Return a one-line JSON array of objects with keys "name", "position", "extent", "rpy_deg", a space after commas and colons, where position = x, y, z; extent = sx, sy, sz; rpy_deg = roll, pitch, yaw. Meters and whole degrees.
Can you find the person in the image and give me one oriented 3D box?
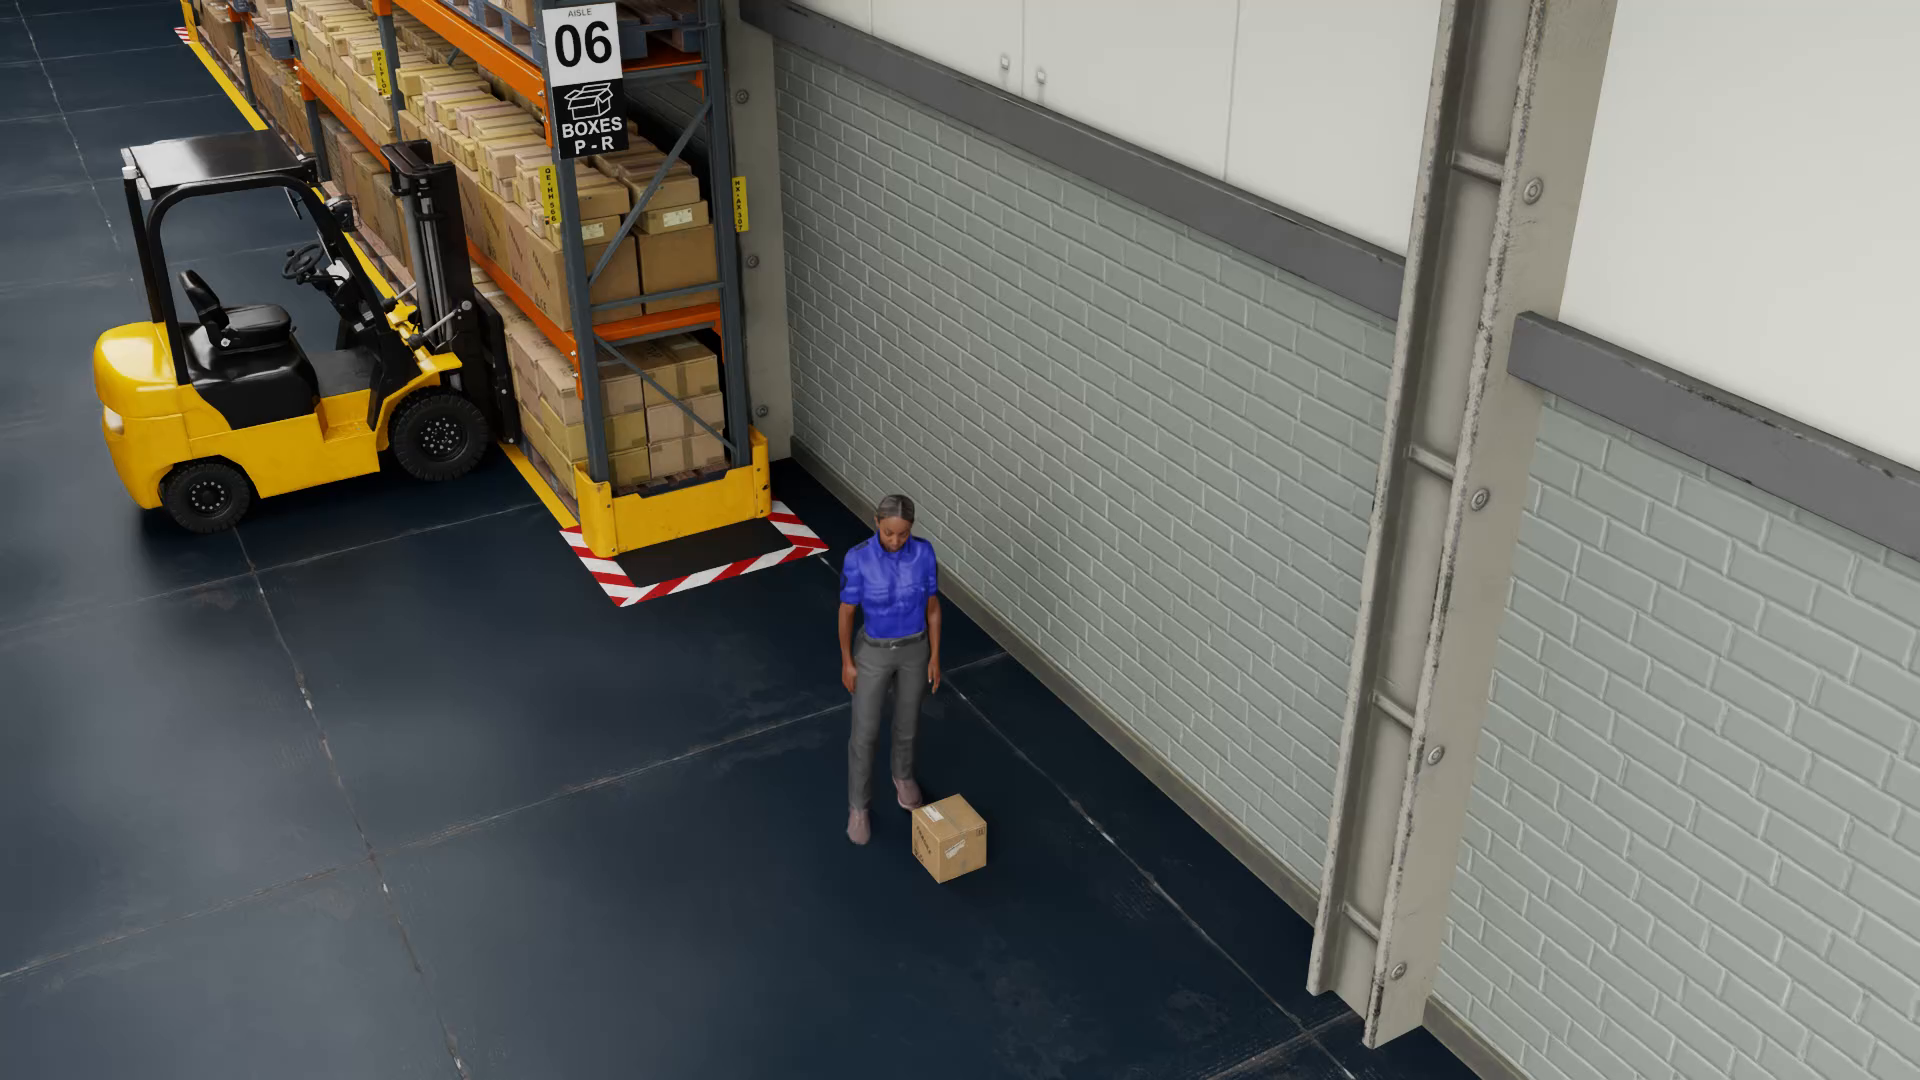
[{"name": "person", "position": [-0.324, 0.575, 7.558], "extent": [0.510, 1.712, 0.445], "rpy_deg": [-9, 30, -15]}]
